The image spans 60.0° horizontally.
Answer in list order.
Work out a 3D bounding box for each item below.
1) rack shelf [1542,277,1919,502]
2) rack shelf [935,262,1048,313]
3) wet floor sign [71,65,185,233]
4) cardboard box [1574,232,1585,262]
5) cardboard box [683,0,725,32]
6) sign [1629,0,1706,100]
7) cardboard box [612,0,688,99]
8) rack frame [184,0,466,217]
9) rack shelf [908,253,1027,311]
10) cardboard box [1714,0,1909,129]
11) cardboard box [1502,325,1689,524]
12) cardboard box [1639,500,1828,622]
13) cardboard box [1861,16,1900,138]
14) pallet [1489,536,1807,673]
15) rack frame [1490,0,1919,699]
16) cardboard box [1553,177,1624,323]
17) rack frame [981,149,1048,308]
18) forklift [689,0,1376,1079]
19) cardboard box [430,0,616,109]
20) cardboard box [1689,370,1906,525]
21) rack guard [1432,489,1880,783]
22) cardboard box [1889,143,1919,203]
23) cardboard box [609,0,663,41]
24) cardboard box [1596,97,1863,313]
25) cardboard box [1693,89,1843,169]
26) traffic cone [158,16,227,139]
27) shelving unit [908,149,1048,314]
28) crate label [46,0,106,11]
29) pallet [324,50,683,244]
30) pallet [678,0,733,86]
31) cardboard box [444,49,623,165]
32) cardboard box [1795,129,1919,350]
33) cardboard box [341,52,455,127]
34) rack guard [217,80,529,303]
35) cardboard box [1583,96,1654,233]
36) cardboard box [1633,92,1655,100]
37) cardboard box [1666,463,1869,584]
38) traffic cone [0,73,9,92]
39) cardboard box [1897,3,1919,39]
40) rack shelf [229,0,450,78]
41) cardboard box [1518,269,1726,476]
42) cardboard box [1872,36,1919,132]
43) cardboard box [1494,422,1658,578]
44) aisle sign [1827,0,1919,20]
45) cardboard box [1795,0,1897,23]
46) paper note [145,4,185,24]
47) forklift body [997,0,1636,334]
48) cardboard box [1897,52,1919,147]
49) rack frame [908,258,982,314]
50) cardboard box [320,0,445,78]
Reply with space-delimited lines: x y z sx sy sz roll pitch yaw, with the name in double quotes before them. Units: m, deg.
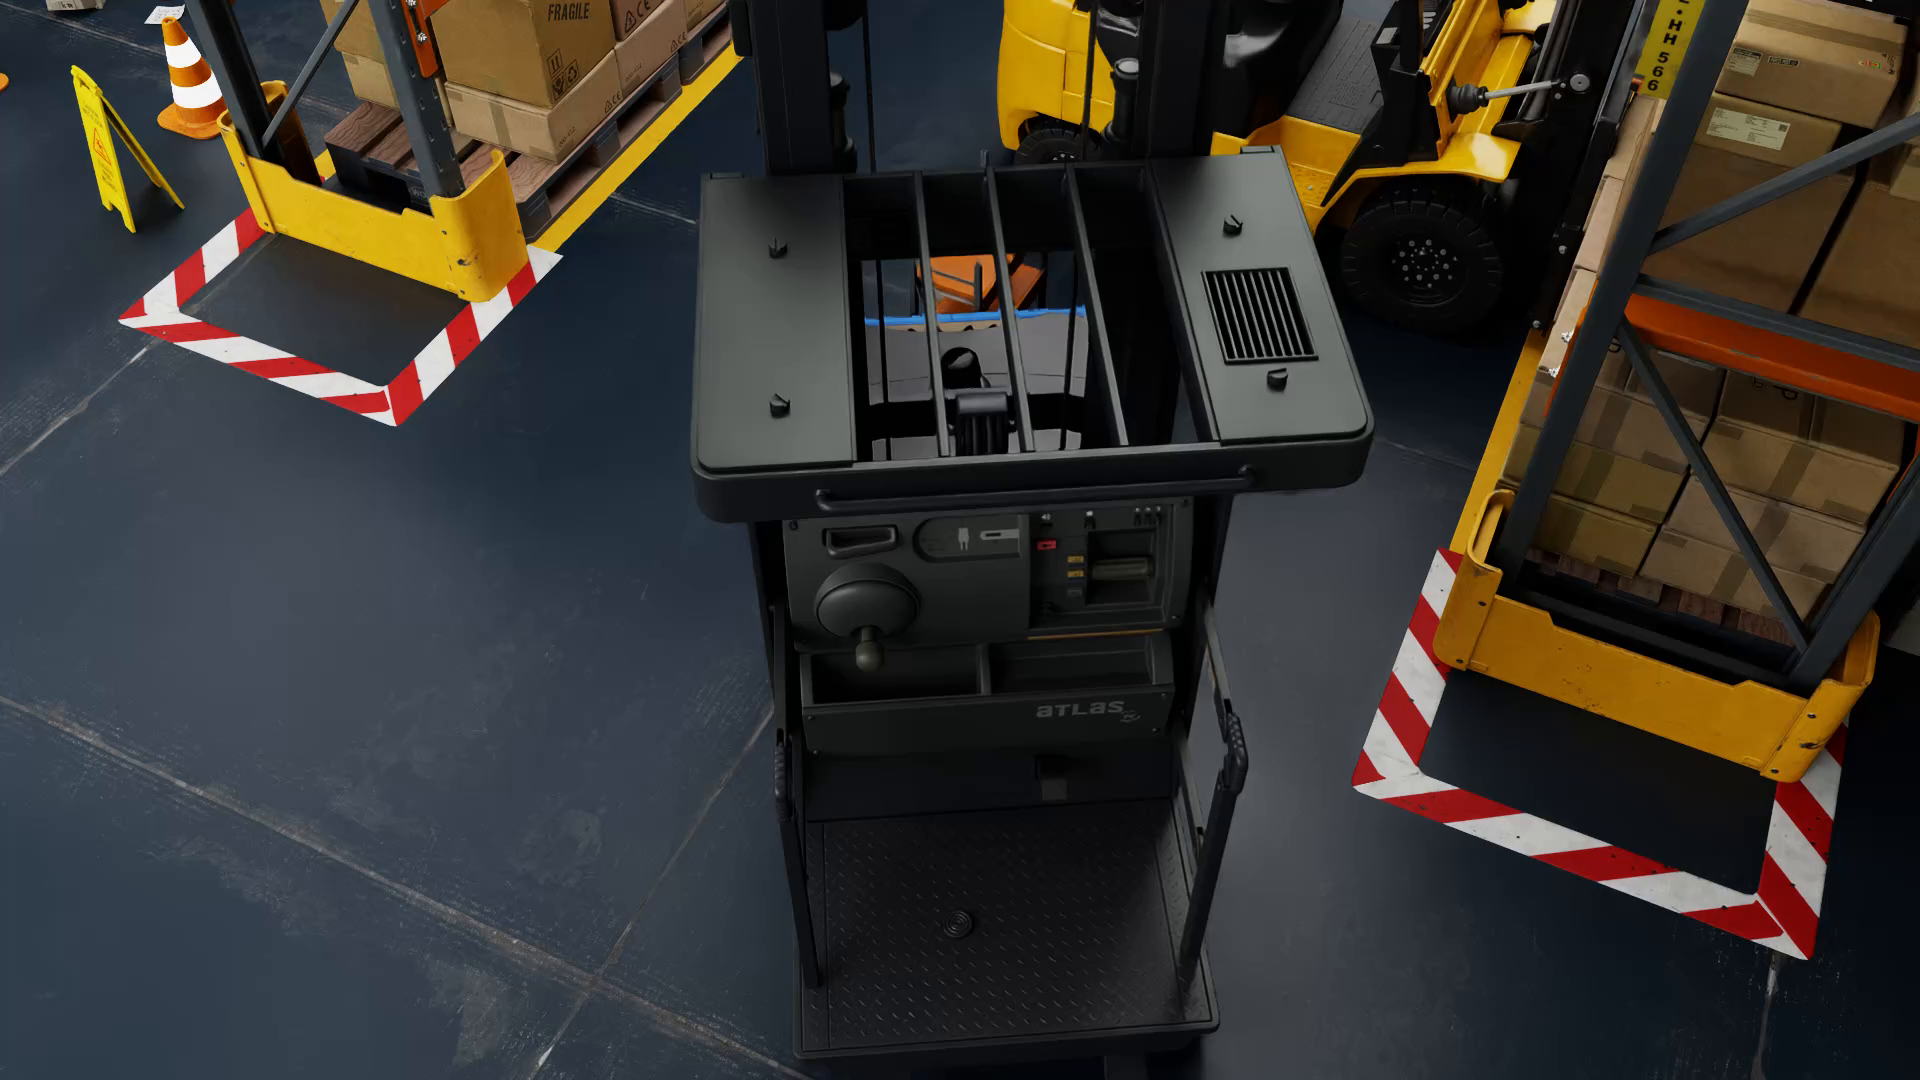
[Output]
"rack shelf" 2.992 -1.677 5.680 1.077 0.370 4.000 20 52 16
"rack shelf" 0.065 -0.727 5.375 0.258 0.148 0.480 21 53 17
"wet floor sign" -3.401 -1.600 6.688 0.232 0.644 0.267 -37 59 -27
"cardboard box" 2.488 -1.081 5.902 0.500 0.250 0.500 19 52 15
"cardboard box" -1.311 -2.585 7.510 0.500 0.250 0.500 23 53 18
"sign" 1.652 -1.171 3.861 0.100 0.325 0.005 20 52 16
"cardboard box" -1.533 -2.205 7.186 0.500 0.250 0.500 22 53 17
"rack frame" -2.352 -2.145 5.606 1.000 3.000 0.127 20 52 16
"rack shelf" 0.065 -0.880 5.195 0.258 0.148 0.480 21 53 17
"cardboard box" 2.100 -1.187 4.104 0.380 0.149 0.250 20 52 16
"cardboard box" 2.062 -0.377 5.303 0.500 0.250 0.500 19 52 16
"cardboard box" 2.524 -0.053 5.355 0.500 0.250 0.500 20 52 16
"cardboard box" 2.802 -1.182 4.721 0.500 0.500 0.500 21 53 17
"pallet" 2.426 -0.170 5.756 1.003 0.211 1.213 20 52 16
"rack frame" 2.137 -0.533 4.234 1.000 3.000 0.127 20 52 16
"cardboard box" 2.265 -0.874 5.397 0.500 0.250 0.500 21 53 17
"rack frame" 0.175 -0.791 5.636 0.240 1.200 0.015 21 53 17
"forklift" 0.087 0.190 3.663 1.130 2.935 3.031 -3 50 -3
"cardboard box" -1.748 -2.116 6.618 0.500 0.500 0.500 18 52 15
"cardboard box" 2.514 -0.371 4.970 0.500 0.250 0.500 19 52 16
"rack guard" 2.127 0.294 5.172 1.175 0.500 0.348 20 52 16
"cardboard box" 2.517 -0.925 4.076 0.380 0.149 0.250 19 52 15
"cardboard box" -1.529 -2.477 6.925 0.500 0.500 0.500 18 52 15
"cardboard box" 2.110 -0.990 4.557 0.500 0.500 0.500 19 52 15
"cardboard box" 2.032 -1.105 4.230 0.380 0.149 0.250 21 53 17
"traffic cone" -3.335 -2.039 7.181 0.336 0.463 0.334 20 52 16
"shelving unit" 0.065 -0.626 5.494 0.258 1.200 0.503 21 53 17
"crate label" -4.204 -2.622 7.891 0.250 0.136 0.298 -4 50 -3
"pallet" -1.941 -1.842 7.179 1.003 0.211 1.213 20 52 16
"pallet" -1.418 -2.679 7.891 1.003 0.211 1.213 20 52 16
"cardboard box" -1.758 -1.856 6.889 0.500 0.250 0.500 19 52 16
"cardboard box" 2.600 -0.816 4.409 0.500 0.500 0.500 21 53 17
"cardboard box" -2.240 -2.051 7.055 0.500 0.250 0.500 20 52 16
"rack guard" -2.320 -1.388 6.603 1.175 0.500 0.348 20 52 16
"cardboard box" 2.471 -1.225 5.696 0.500 0.250 0.500 20 53 17
"cardboard box" 2.695 -1.571 5.991 0.500 0.250 0.500 19 52 15
"cardboard box" 2.526 -0.196 5.149 0.500 0.250 0.500 21 53 17
"traffic cone" -4.484 -2.166 7.289 0.336 0.463 0.334 20 52 16
"cardboard box" 2.679 -1.288 4.385 0.380 0.149 0.250 19 52 15
"rack shelf" -1.498 -3.289 7.052 1.077 0.370 4.000 20 52 16
"cardboard box" 2.052 -0.521 5.097 0.500 0.250 0.500 21 53 17
"cardboard box" 2.564 -1.115 4.238 0.380 0.149 0.250 20 52 16
"cardboard box" 2.052 -0.204 5.484 0.500 0.250 0.500 20 53 16
"aisle sign" 1.843 -1.426 3.287 0.394 0.787 0.004 20 52 16
"cardboard box" 2.177 -1.367 4.257 0.380 0.149 0.250 20 52 16
"paper note" -3.748 -2.482 7.842 0.148 0.019 0.142 4 50 3
"forklift body" 1.298 -2.157 6.173 2.313 2.155 1.214 20 52 16
"cardboard box" 2.474 -1.034 3.973 0.380 0.149 0.250 19 52 15
"rack frame" -0.045 -0.460 5.353 0.240 1.200 0.015 21 53 17
"cardboard box" -2.246 -2.270 6.749 0.500 0.500 0.500 20 53 16
